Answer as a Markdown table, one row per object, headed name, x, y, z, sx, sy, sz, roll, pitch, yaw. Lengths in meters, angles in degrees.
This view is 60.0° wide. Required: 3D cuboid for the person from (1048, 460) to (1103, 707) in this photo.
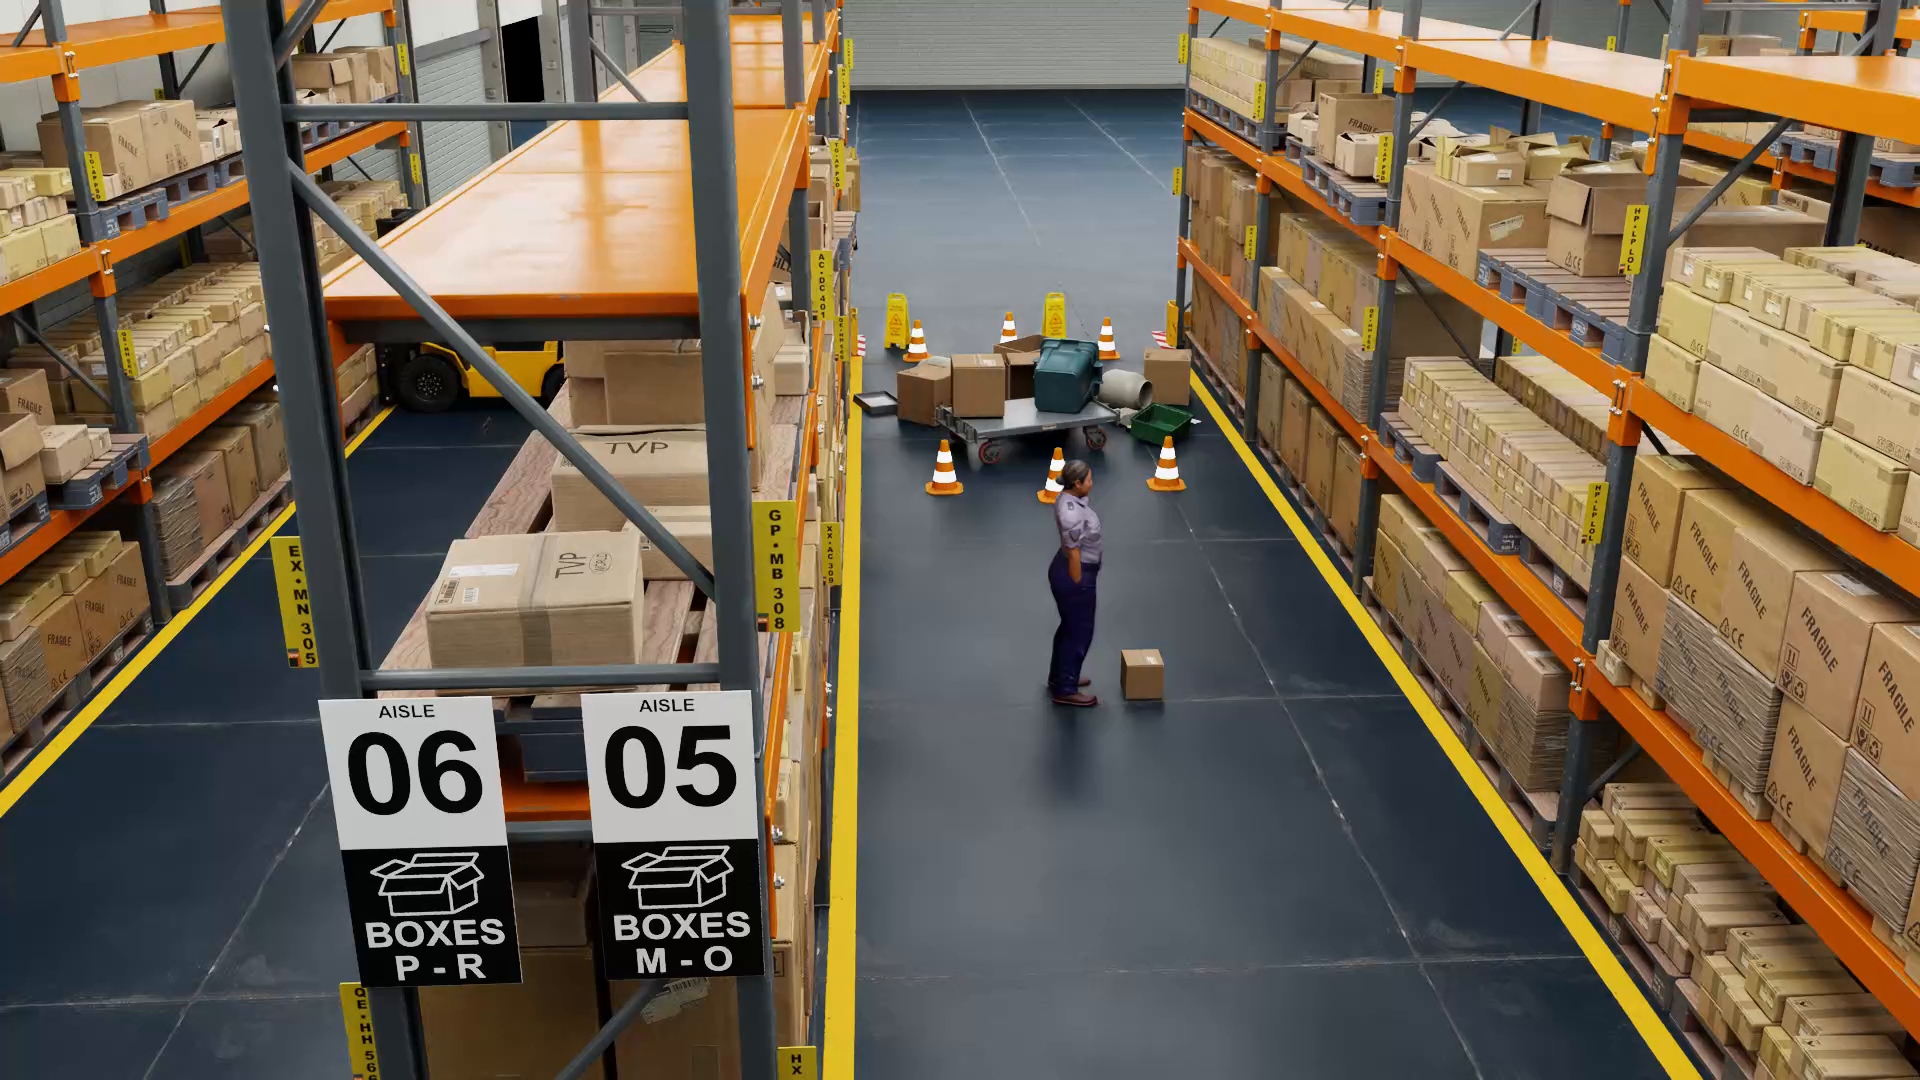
| name | x | y | z | sx | sy | sz | roll | pitch | yaw |
| --- | --- | --- | --- | --- | --- | --- | --- | --- | --- |
| person | 0.754 | 0.261 | 10.919 | 0.342 | 1.650 | 0.470 | -1 | 21 | -2 |
